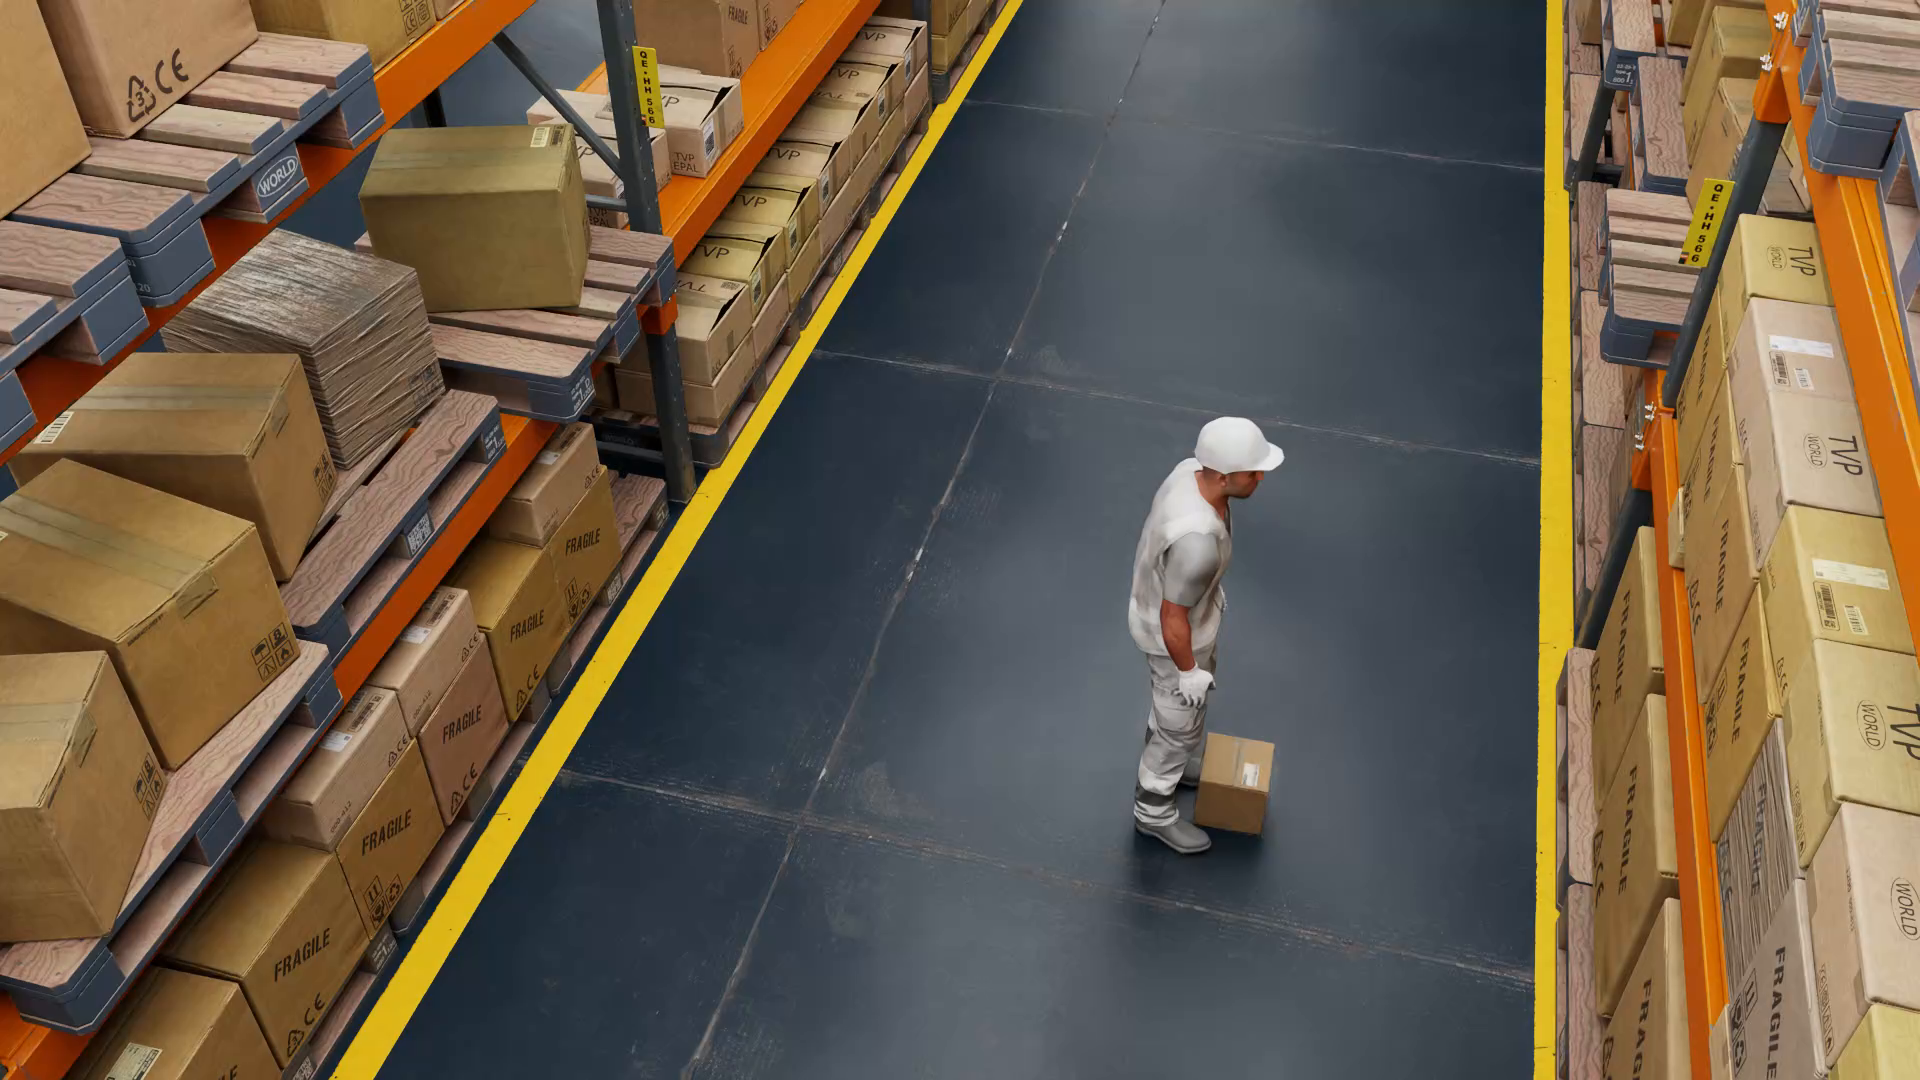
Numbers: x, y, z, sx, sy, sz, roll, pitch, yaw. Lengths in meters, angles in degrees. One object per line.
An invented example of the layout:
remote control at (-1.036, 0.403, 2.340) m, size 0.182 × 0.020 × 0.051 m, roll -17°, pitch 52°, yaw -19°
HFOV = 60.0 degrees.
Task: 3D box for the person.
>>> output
person at (0.805, 0.309, 5.786) m, size 0.444 × 1.779 × 0.584 m, roll 9°, pitch 41°, yaw 10°
